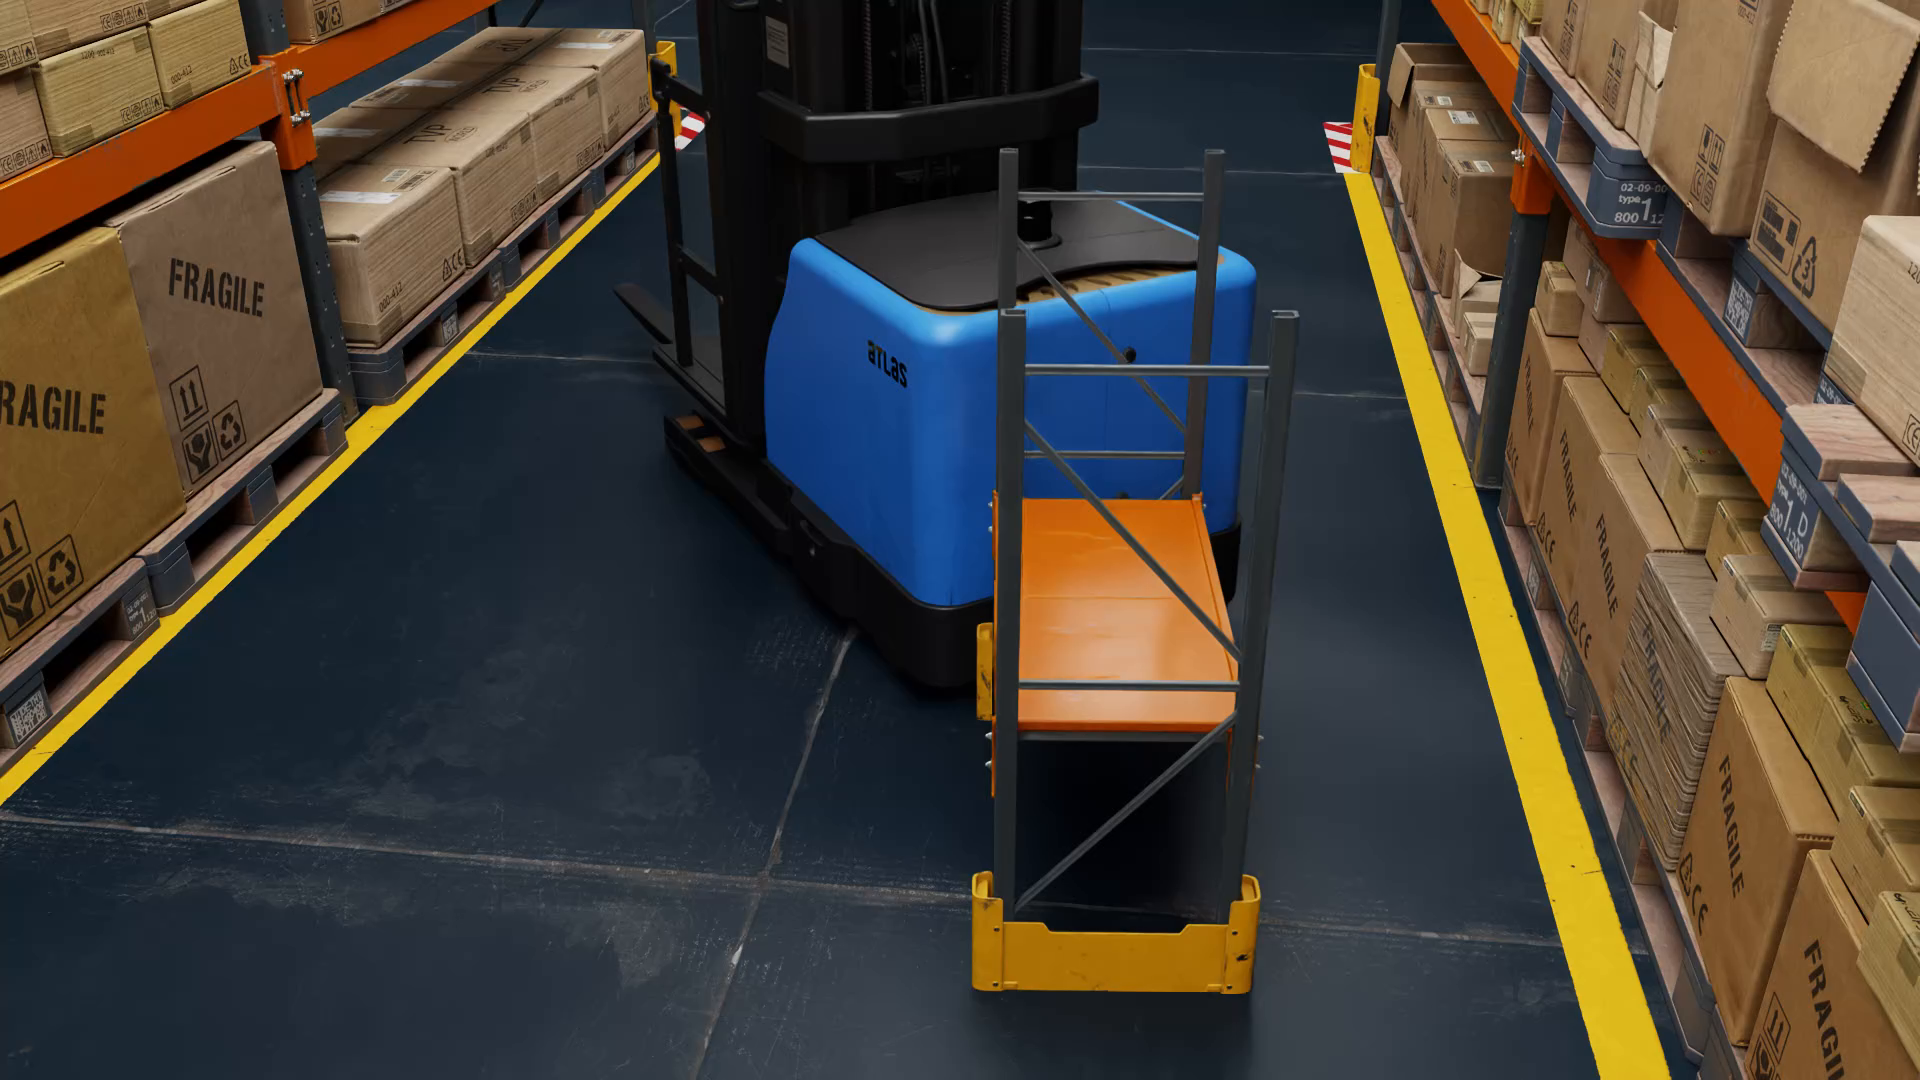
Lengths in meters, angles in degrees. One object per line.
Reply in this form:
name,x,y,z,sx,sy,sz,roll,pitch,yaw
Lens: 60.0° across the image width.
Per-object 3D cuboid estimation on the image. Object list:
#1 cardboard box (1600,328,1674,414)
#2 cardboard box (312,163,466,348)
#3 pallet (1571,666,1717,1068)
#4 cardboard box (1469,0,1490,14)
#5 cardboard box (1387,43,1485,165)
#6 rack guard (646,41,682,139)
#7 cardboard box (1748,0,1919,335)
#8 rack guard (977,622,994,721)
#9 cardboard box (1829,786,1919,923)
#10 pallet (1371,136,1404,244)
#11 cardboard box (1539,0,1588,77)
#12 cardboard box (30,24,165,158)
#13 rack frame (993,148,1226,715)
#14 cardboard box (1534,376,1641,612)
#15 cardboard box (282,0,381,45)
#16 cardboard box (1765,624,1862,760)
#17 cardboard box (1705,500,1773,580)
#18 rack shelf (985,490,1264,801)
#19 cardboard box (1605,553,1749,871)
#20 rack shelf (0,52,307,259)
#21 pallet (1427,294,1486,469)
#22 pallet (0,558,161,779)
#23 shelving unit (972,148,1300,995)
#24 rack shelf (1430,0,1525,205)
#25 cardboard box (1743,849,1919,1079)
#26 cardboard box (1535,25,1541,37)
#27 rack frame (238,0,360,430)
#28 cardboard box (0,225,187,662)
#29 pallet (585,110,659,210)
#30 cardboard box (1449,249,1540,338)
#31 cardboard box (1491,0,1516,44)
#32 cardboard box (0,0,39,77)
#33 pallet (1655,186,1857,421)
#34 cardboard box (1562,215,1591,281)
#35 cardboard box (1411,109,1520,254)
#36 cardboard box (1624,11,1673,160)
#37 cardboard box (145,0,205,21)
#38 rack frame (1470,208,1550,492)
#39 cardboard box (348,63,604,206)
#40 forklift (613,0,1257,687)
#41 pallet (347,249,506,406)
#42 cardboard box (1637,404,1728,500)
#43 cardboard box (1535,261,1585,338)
cardboard box,1.942,-0.446,4.425,0.380,0.149,0.250,2,28,4
cardboard box,-2.516,-1.119,6.423,0.875,0.438,0.875,3,28,5
pallet,2.018,0.702,3.724,1.003,0.211,1.213,3,28,6
cardboard box,2.096,-2.032,6.123,0.380,0.149,0.250,3,28,5
cardboard box,2.548,-2.172,8.309,0.797,0.503,0.637,2,28,4
rack guard,-2.206,-2.567,9.487,1.175,0.500,0.348,3,28,6
cardboard box,1.754,-0.613,2.673,0.797,0.503,0.637,3,28,5
rack guard,0.338,0.347,4.342,0.587,0.250,0.087,1,28,1
cardboard box,1.625,0.528,2.616,0.380,0.149,0.250,2,28,5
pallet,2.611,-1.730,8.239,1.003,0.211,1.213,3,28,6
cardboard box,1.946,-1.500,4.324,0.700,0.500,0.500,4,29,7
cardboard box,-2.568,-1.241,4.550,0.500,0.250,0.500,3,28,5
rack frame,0.338,-0.203,4.046,0.500,1.500,0.032,1,28,1
cardboard box,1.889,-0.105,4.475,0.500,0.500,0.500,3,28,6
cardboard box,-2.382,-2.023,5.736,0.500,0.500,0.500,4,29,8
cardboard box,1.732,0.289,3.060,0.380,0.149,0.250,3,28,5
cardboard box,1.817,0.044,3.514,0.380,0.149,0.250,3,29,6
rack shelf,0.328,0.196,3.684,0.538,0.185,1.000,1,28,1
cardboard box,1.754,0.374,3.586,0.500,0.500,0.500,2,28,4
rack shelf,-2.945,-0.515,3.801,1.077,0.370,4.000,3,28,6
pallet,2.312,-0.582,6.107,1.003,0.211,1.213,3,28,6
pallet,-2.866,0.398,4.288,1.003,0.211,1.213,3,28,6
shelving unit,0.328,0.033,3.607,0.587,1.500,1.083,1,28,1
rack shelf,2.472,-2.111,6.764,1.077,0.370,4.000,3,28,6
cardboard box,1.647,0.866,2.673,0.500,0.500,0.500,3,28,5
cardboard box,2.016,-1.540,5.211,0.380,0.149,0.250,4,29,7
rack frame,-2.700,-1.773,5.378,1.000,3.000,0.127,3,28,6
cardboard box,-2.799,-0.300,4.442,0.875,0.875,0.875,4,29,8
pallet,-2.230,-2.047,8.827,1.003,0.211,1.213,3,28,6
cardboard box,2.048,-0.915,6.225,0.396,0.266,0.258,4,29,8
cardboard box,2.034,-1.788,5.671,0.380,0.149,0.250,4,29,8
cardboard box,-2.624,-1.225,3.993,0.500,0.250,0.500,4,29,7
pallet,1.971,-0.434,3.096,1.003,0.211,1.213,3,28,6
cardboard box,1.979,-0.830,4.824,0.380,0.149,0.250,3,28,5
cardboard box,2.241,-1.528,7.116,0.500,0.500,0.500,4,29,7
cardboard box,1.676,-0.980,3.606,0.396,0.266,0.258,5,29,9
cardboard box,-2.512,-1.705,4.884,0.500,0.250,0.500,3,28,6
rack frame,2.227,-1.486,4.846,1.000,3.000,0.127,3,28,6
cardboard box,-2.295,-1.965,7.993,0.875,0.438,0.875,4,29,8
forklift,-0.361,-1.568,5.070,1.130,2.935,3.031,-15,32,-25
pallet,-2.529,-0.899,6.695,1.003,0.211,1.213,3,28,6
cardboard box,1.854,-0.201,3.970,0.380,0.149,0.250,3,28,6
cardboard box,1.919,-0.703,4.901,0.380,0.149,0.250,5,29,9
